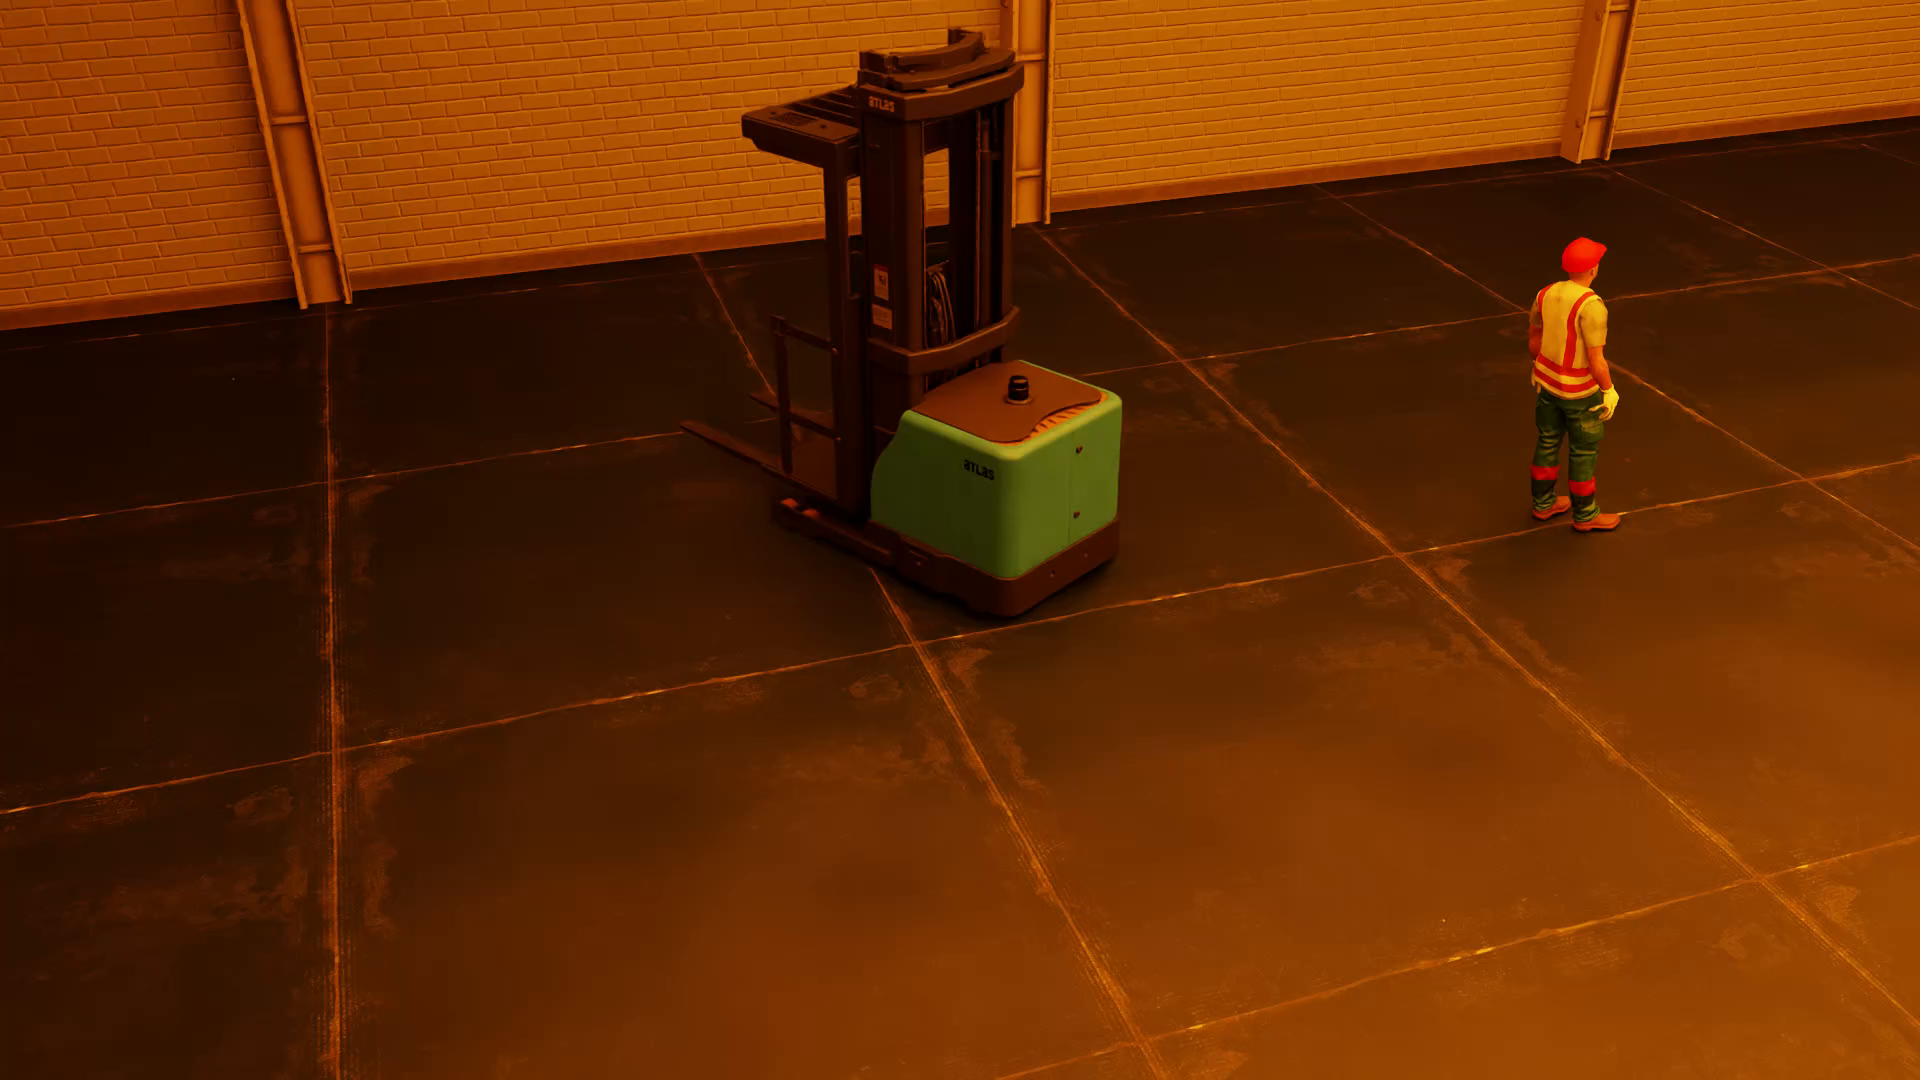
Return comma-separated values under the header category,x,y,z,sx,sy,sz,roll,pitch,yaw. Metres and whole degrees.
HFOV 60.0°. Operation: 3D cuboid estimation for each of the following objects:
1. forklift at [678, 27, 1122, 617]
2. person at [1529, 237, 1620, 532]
category,x,y,z,sx,sy,sz,roll,pitch,yaw
forklift,-0.508,-1.464,9.631,3.031,2.935,1.130,24,38,36
person,3.666,-0.933,9.839,0.564,1.787,0.637,-13,32,-21
